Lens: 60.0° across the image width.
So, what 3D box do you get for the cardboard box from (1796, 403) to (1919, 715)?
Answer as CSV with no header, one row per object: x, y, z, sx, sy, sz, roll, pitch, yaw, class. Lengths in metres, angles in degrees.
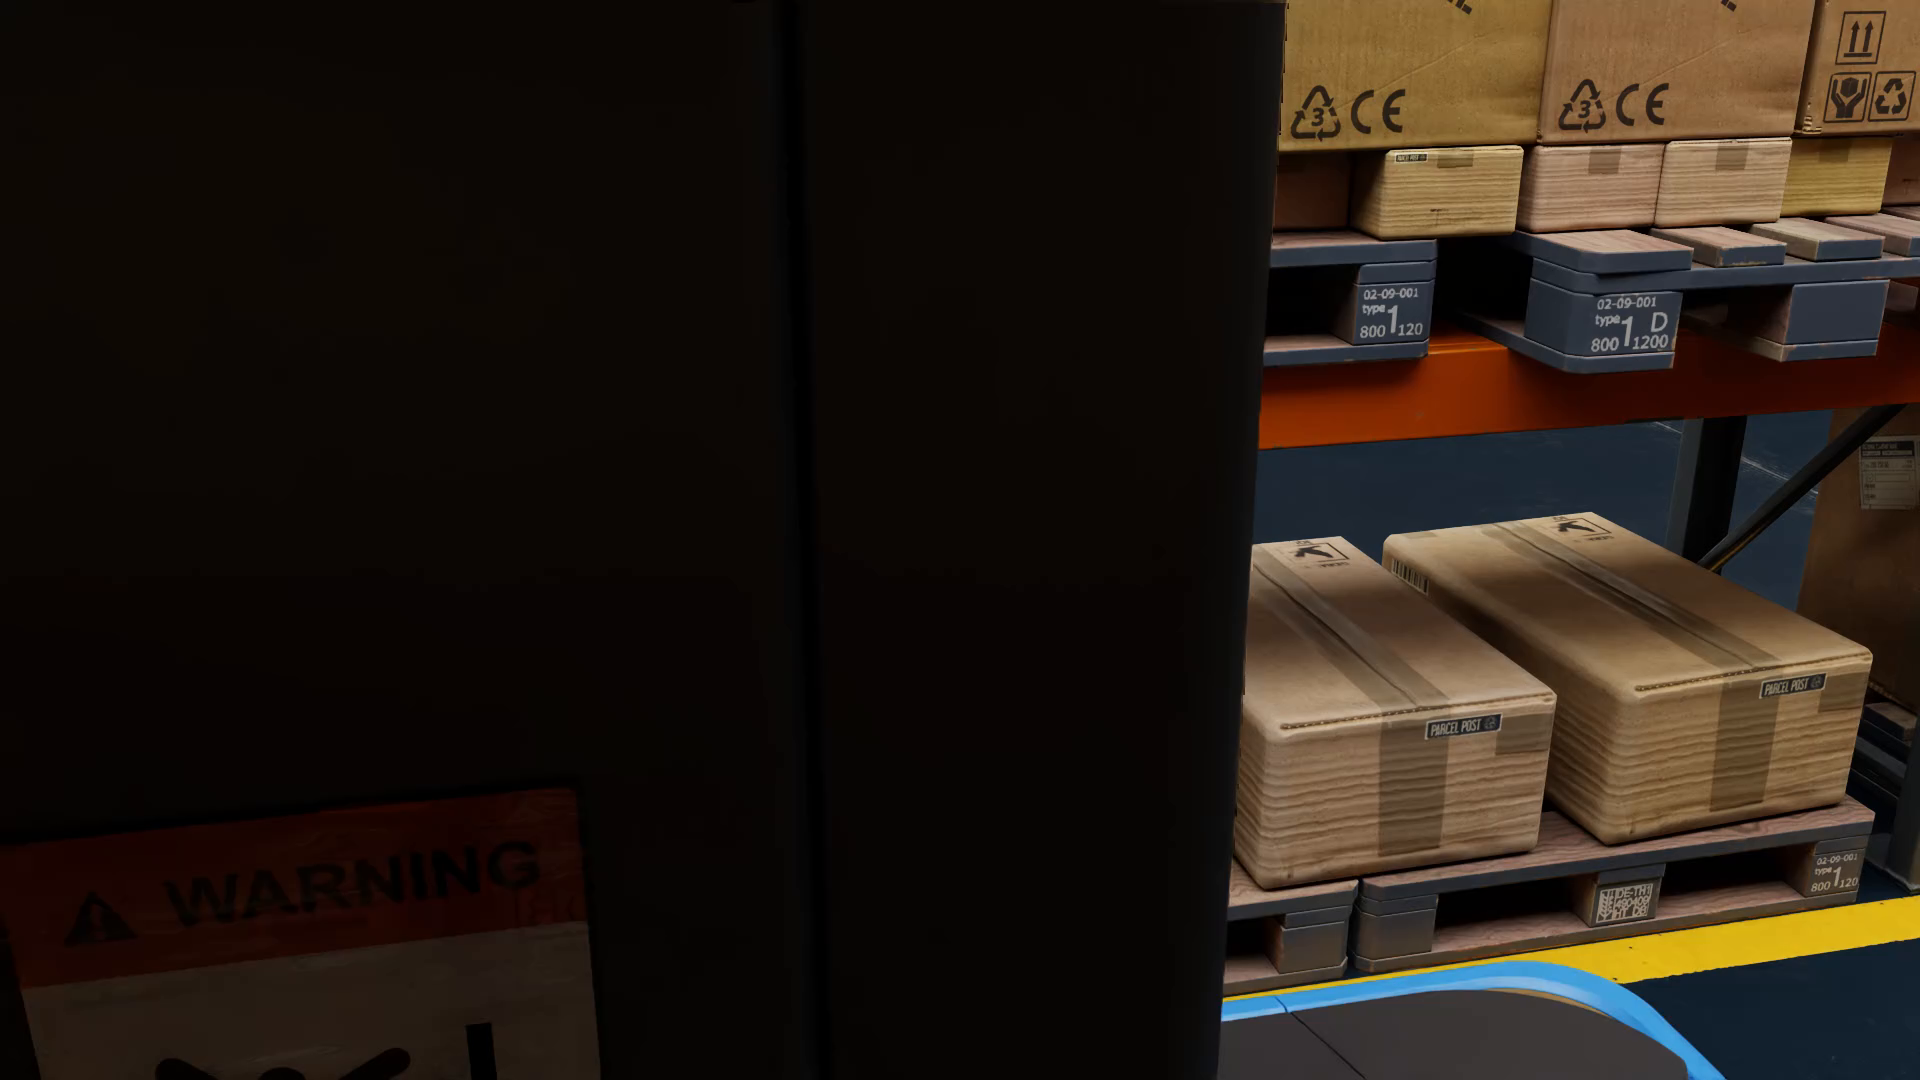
2.737,-0.022,3.993,0.875,0.875,0.875,-5,21,-13,cardboard box

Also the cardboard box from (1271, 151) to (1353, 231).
0.517,-0.669,3.034,0.250,0.149,0.380,-4,21,-12,cardboard box

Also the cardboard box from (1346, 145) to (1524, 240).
0.791,-0.646,2.973,0.250,0.149,0.380,-4,21,-12,cardboard box

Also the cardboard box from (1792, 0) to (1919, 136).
1.668,-1.051,3.134,0.500,0.500,0.500,-5,21,-14,cardboard box

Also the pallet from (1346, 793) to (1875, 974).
1.285,0.575,3.939,1.213,0.211,1.003,-5,21,-12,pallet

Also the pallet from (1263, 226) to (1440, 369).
0.129,-0.536,3.194,1.213,0.211,1.003,-5,21,-12,pallet

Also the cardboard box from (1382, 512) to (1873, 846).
1.494,0.282,3.893,0.625,0.372,0.950,-6,21,-16,cardboard box

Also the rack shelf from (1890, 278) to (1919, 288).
3.992,-0.616,4.182,4.000,0.370,1.077,-5,21,-12,rack shelf

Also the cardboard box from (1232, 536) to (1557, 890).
0.778,0.343,3.727,0.625,0.372,0.950,-5,21,-14,cardboard box

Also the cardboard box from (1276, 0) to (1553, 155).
0.676,-0.966,2.902,0.500,0.500,0.500,-6,21,-16,cardboard box

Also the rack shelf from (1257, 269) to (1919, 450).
0.100,-0.300,3.318,4.000,0.370,1.077,-5,21,-12,rack shelf

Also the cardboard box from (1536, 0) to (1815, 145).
1.167,-1.006,3.012,0.500,0.500,0.500,-5,21,-13,cardboard box

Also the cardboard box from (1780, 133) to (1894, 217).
1.537,-0.725,3.188,0.250,0.149,0.380,-4,21,-12,cardboard box

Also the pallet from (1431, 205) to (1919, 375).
1.377,-0.614,3.408,1.003,0.211,1.213,-5,21,-12,pallet

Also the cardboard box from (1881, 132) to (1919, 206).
1.781,-0.770,3.312,0.250,0.149,0.380,-4,20,-10,cardboard box

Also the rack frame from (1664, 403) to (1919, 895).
2.046,-0.796,3.627,0.127,3.000,1.000,-5,21,-12,rack frame

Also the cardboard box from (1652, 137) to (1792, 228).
1.302,-0.690,3.092,0.250,0.149,0.380,-5,21,-13,cardboard box

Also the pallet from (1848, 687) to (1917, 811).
2.831,0.476,4.208,1.213,0.211,1.003,-5,21,-12,pallet

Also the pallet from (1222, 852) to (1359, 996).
0.100,0.670,3.678,1.213,0.211,1.003,-5,21,-12,pallet

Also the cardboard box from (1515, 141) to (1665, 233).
1.055,-0.673,3.045,0.250,0.149,0.380,-6,21,-15,cardboard box
